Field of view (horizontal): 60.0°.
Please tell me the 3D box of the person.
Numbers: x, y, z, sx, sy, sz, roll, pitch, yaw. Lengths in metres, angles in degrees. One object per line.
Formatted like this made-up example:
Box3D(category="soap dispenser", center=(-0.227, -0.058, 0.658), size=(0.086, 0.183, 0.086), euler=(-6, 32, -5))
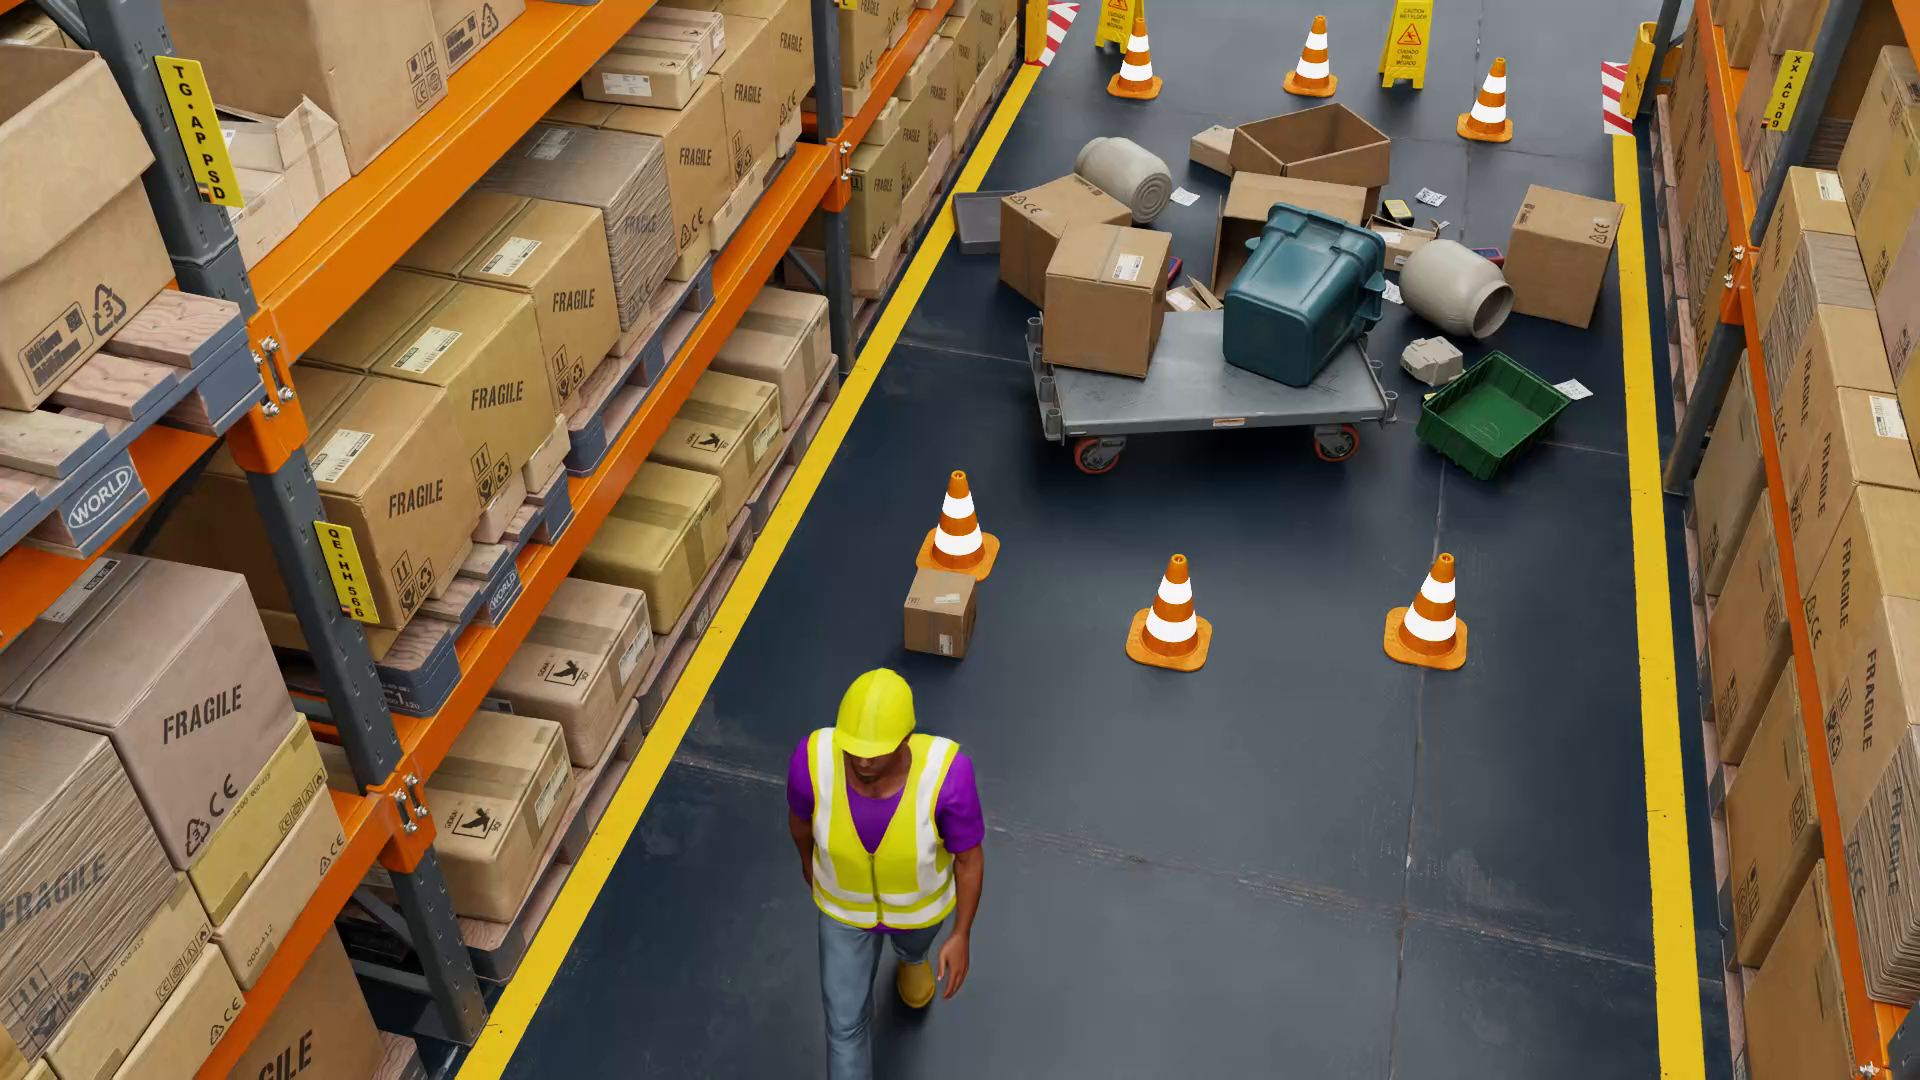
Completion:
Box3D(category="person", center=(-0.221, 1.083, 4.858), size=(0.580, 1.703, 1.053), euler=(1, 41, 2))
